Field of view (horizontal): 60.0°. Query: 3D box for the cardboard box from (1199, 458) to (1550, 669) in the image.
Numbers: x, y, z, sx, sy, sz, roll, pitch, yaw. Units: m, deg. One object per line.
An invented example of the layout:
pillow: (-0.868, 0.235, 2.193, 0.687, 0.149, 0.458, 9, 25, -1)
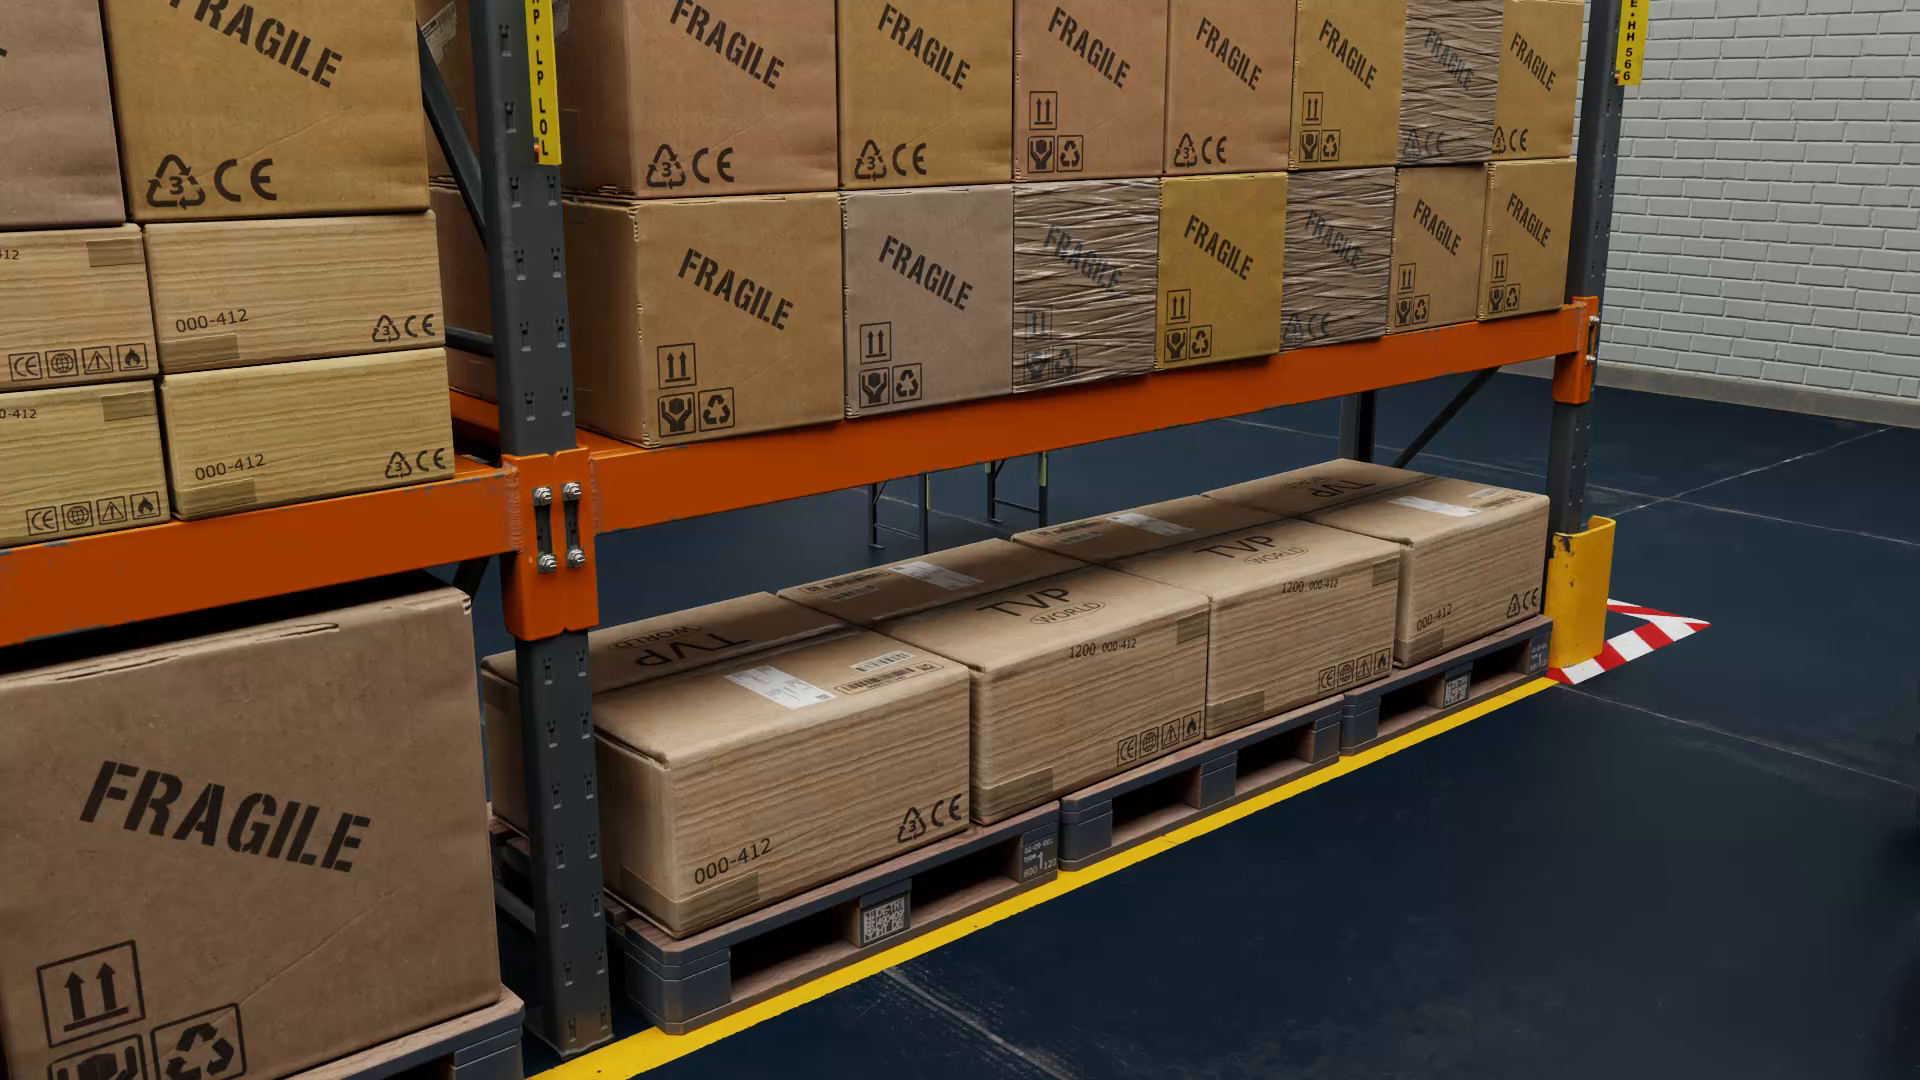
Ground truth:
cardboard box: (1.455, 0.051, 5.899, 0.875, 0.438, 0.875, -14, 20, -41)

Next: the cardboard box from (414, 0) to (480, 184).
cardboard box: (-0.956, -1.103, 3.936, 0.500, 0.500, 0.500, -13, 20, -40)

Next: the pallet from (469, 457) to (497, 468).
pallet: (-3.052, -0.366, 8.710, 1.213, 0.211, 1.003, -13, 19, -39)

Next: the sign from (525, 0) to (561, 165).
sign: (-0.767, -0.855, 3.049, 0.005, 0.325, 0.100, -13, 19, -39)

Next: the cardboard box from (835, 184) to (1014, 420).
cardboard box: (-0.222, -0.599, 3.987, 0.500, 0.500, 0.500, -12, 19, -39)

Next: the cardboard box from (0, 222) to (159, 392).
cardboard box: (-1.676, -0.399, 2.753, 0.500, 0.250, 0.500, -12, 19, -38)

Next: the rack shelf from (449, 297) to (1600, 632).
rack shelf: (0.378, -0.429, 4.938, 4.000, 0.370, 1.077, -13, 19, -39)

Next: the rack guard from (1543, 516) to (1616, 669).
rack guard: (1.905, 0.088, 6.452, 0.348, 0.500, 1.175, -13, 19, -39)

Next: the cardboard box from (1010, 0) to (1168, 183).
cardboard box: (0.167, -1.172, 4.193, 0.500, 0.500, 0.500, -12, 19, -38)

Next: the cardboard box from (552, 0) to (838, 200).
cardboard box: (-0.612, -1.003, 3.561, 0.500, 0.500, 0.500, -12, 19, -39)

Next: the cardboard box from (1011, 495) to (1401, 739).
cardboard box: (0.770, 0.207, 5.312, 0.875, 0.438, 0.875, -12, 19, -38)

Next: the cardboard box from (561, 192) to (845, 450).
cardboard box: (-0.604, -0.515, 3.671, 0.500, 0.500, 0.500, -12, 19, -38)

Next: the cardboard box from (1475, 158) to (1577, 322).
cardboard box: (1.697, -1.031, 5.602, 0.500, 0.500, 0.500, -13, 19, -39)

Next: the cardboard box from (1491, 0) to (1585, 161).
cardboard box: (1.680, -1.519, 5.493, 0.500, 0.500, 0.500, -12, 19, -38)

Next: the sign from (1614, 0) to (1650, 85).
sign: (2.233, -1.681, 5.530, 0.005, 0.325, 0.100, -13, 19, -39)

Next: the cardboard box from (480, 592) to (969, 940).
cardboard box: (-0.586, 0.512, 4.174, 0.875, 0.438, 0.875, -13, 20, -40)

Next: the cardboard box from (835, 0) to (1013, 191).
cardboard box: (-0.227, -1.087, 3.876, 0.500, 0.500, 0.500, -13, 20, -40)

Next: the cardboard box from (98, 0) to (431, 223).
cardboard box: (-1.303, -0.845, 2.969, 0.500, 0.500, 0.500, -12, 19, -38)

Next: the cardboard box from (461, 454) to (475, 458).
cardboard box: (-2.630, -0.524, 8.612, 0.250, 0.149, 0.380, -12, 19, -38)

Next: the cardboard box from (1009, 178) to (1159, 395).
cardboard box: (0.157, -0.682, 4.298, 0.500, 0.500, 0.500, -12, 19, -39)

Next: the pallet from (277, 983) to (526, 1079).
pallet: (-1.663, 1.055, 3.393, 1.213, 0.211, 1.003, -13, 19, -39)

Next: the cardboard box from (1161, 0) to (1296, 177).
cardboard box: (0.549, -1.257, 4.511, 0.500, 0.500, 0.500, -13, 20, -40)

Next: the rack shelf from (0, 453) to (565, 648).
rack shelf: (-2.639, 0.248, 2.402, 4.000, 0.370, 1.077, -13, 19, -39)

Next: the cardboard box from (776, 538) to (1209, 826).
cardboard box: (0.089, 0.360, 4.742, 0.875, 0.438, 0.875, -13, 20, -41)

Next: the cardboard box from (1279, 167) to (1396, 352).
cardboard box: (0.927, -0.860, 4.962, 0.500, 0.500, 0.500, -12, 19, -38)

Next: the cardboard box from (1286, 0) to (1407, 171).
cardboard box: (0.930, -1.342, 4.829, 0.500, 0.500, 0.500, -13, 20, -40)

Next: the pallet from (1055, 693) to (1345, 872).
pallet: (0.415, 0.588, 5.140, 1.213, 0.211, 1.003, -13, 19, -39)

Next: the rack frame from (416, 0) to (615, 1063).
rack frame: (-1.130, -0.438, 3.577, 0.127, 3.000, 1.000, -13, 19, -39)

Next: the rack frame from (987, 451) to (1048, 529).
rack frame: (0.271, -0.785, 7.784, 0.023, 1.500, 0.400, -13, 19, -39)

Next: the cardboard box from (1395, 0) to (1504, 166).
cardboard box: (1.305, -1.425, 5.140, 0.500, 0.500, 0.500, -13, 19, -39)

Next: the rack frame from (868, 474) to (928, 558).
rack frame: (-0.281, -0.661, 7.320, 0.023, 1.500, 0.400, -13, 19, -39)

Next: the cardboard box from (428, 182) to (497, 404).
cardboard box: (-0.948, -0.615, 4.045, 0.500, 0.500, 0.500, -12, 19, -39)

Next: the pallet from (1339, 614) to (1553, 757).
pallet: (1.335, 0.382, 5.910, 1.213, 0.211, 1.003, -13, 19, -39)

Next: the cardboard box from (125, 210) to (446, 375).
cardboard box: (-1.303, -0.485, 3.075, 0.500, 0.250, 0.500, -13, 20, -39)

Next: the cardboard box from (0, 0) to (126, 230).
cardboard box: (-1.688, -0.756, 2.635, 0.500, 0.500, 0.500, -12, 19, -38)

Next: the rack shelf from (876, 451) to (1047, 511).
rack shelf: (-0.005, -0.408, 7.636, 0.720, 0.370, 0.431, -13, 19, -39)

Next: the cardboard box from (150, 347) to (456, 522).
cardboard box: (-1.303, -0.240, 3.128, 0.500, 0.250, 0.500, -13, 20, -41)

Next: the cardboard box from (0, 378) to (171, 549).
cardboard box: (-1.688, -0.154, 2.806, 0.500, 0.250, 0.500, -13, 20, -40)

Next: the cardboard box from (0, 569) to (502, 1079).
cardboard box: (-1.546, 0.506, 3.346, 0.875, 0.875, 0.875, -12, 19, -38)

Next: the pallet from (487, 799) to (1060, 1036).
pallet: (-0.505, 0.796, 4.362, 1.213, 0.211, 1.003, -13, 19, -39)

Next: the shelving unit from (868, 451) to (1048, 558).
shelving unit: (-0.005, -0.723, 7.552, 0.755, 1.500, 0.431, -13, 19, -39)

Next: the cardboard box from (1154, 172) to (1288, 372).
cardboard box: (0.546, -0.770, 4.625, 0.500, 0.500, 0.500, -12, 19, -38)

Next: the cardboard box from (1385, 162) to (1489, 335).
cardboard box: (1.309, -0.949, 5.295, 0.500, 0.500, 0.500, -13, 20, -41)

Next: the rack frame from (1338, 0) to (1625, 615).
rack frame: (1.887, -1.116, 6.114, 0.127, 3.000, 1.000, -13, 19, -39)
